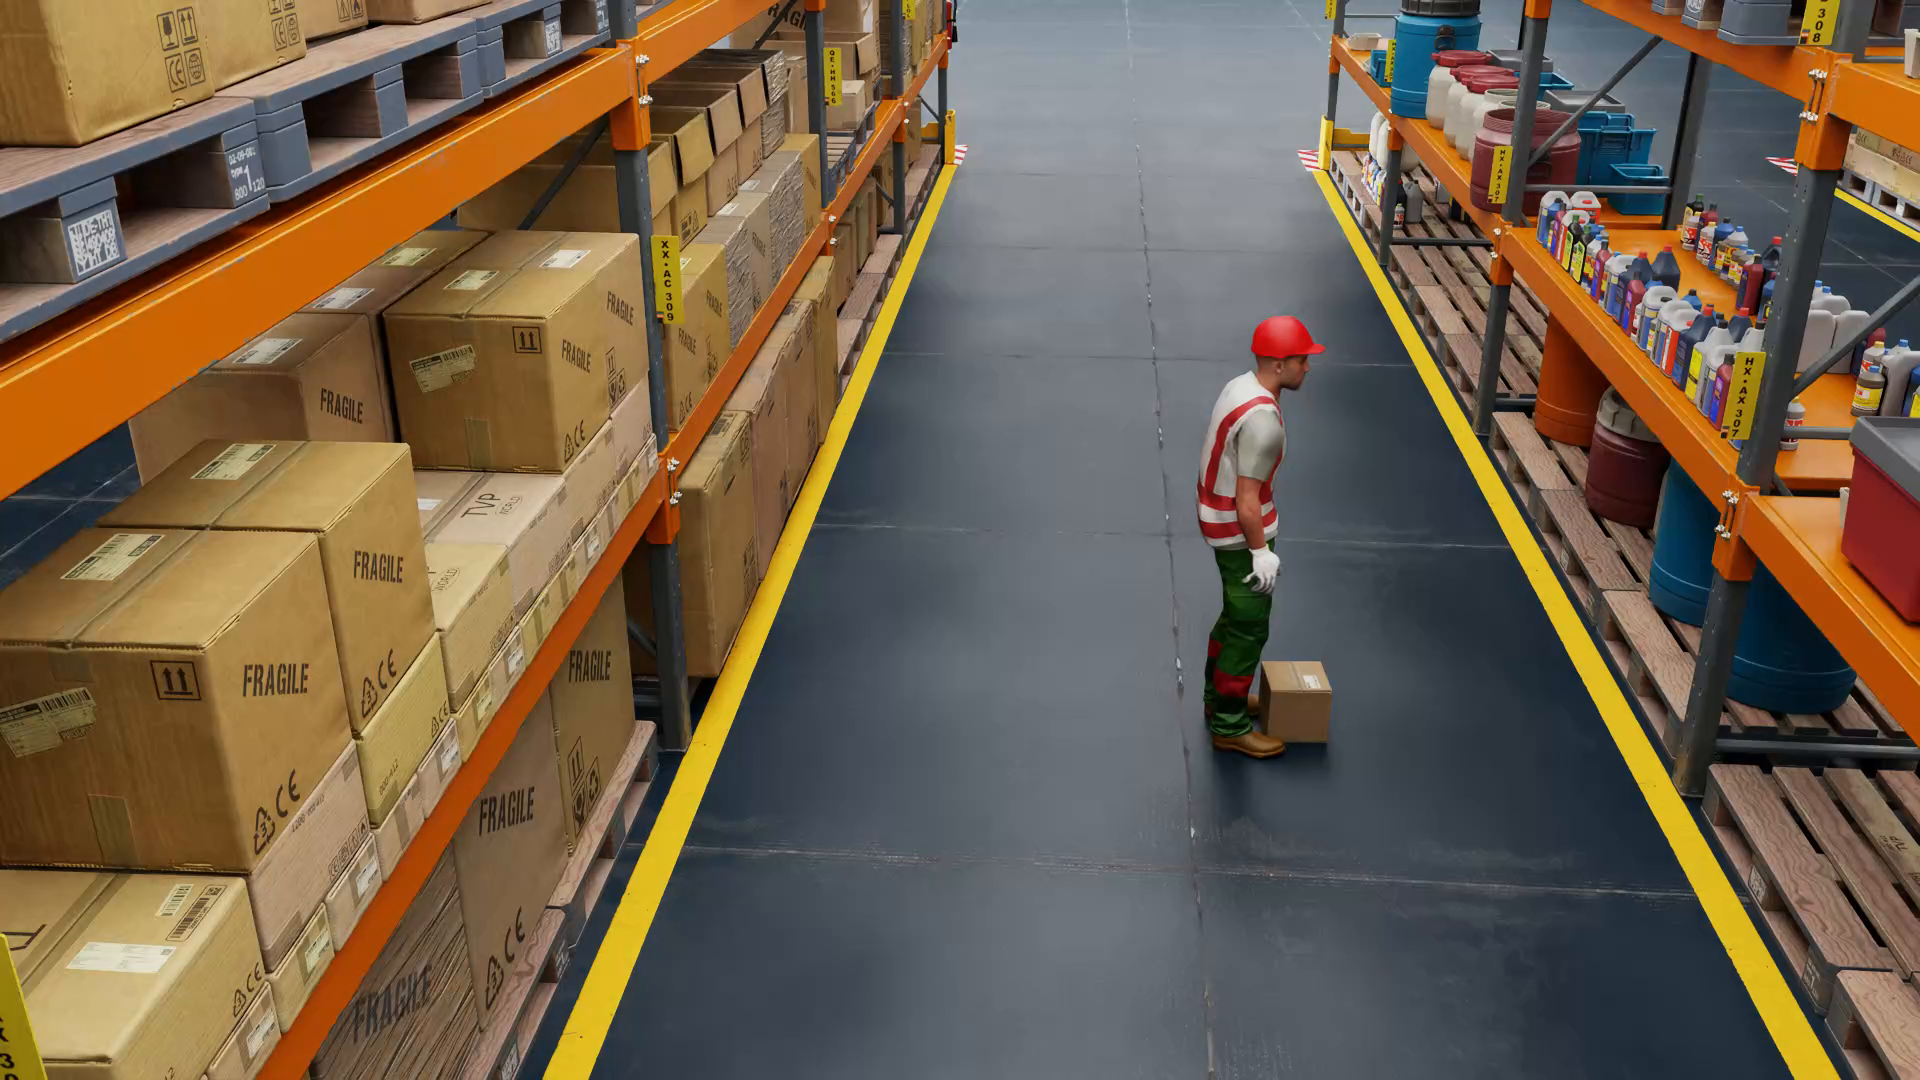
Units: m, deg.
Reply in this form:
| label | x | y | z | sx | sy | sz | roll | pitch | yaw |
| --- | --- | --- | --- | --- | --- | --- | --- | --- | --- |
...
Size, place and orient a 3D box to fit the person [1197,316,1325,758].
| label | x | y | z | sx | sy | sz | roll | pitch | yaw |
| --- | --- | --- | --- | --- | --- | --- | --- | --- | --- |
| person | 1.167 | -0.027 | 6.645 | 0.448 | 1.780 | 0.608 | 2 | 24 | 4 |
